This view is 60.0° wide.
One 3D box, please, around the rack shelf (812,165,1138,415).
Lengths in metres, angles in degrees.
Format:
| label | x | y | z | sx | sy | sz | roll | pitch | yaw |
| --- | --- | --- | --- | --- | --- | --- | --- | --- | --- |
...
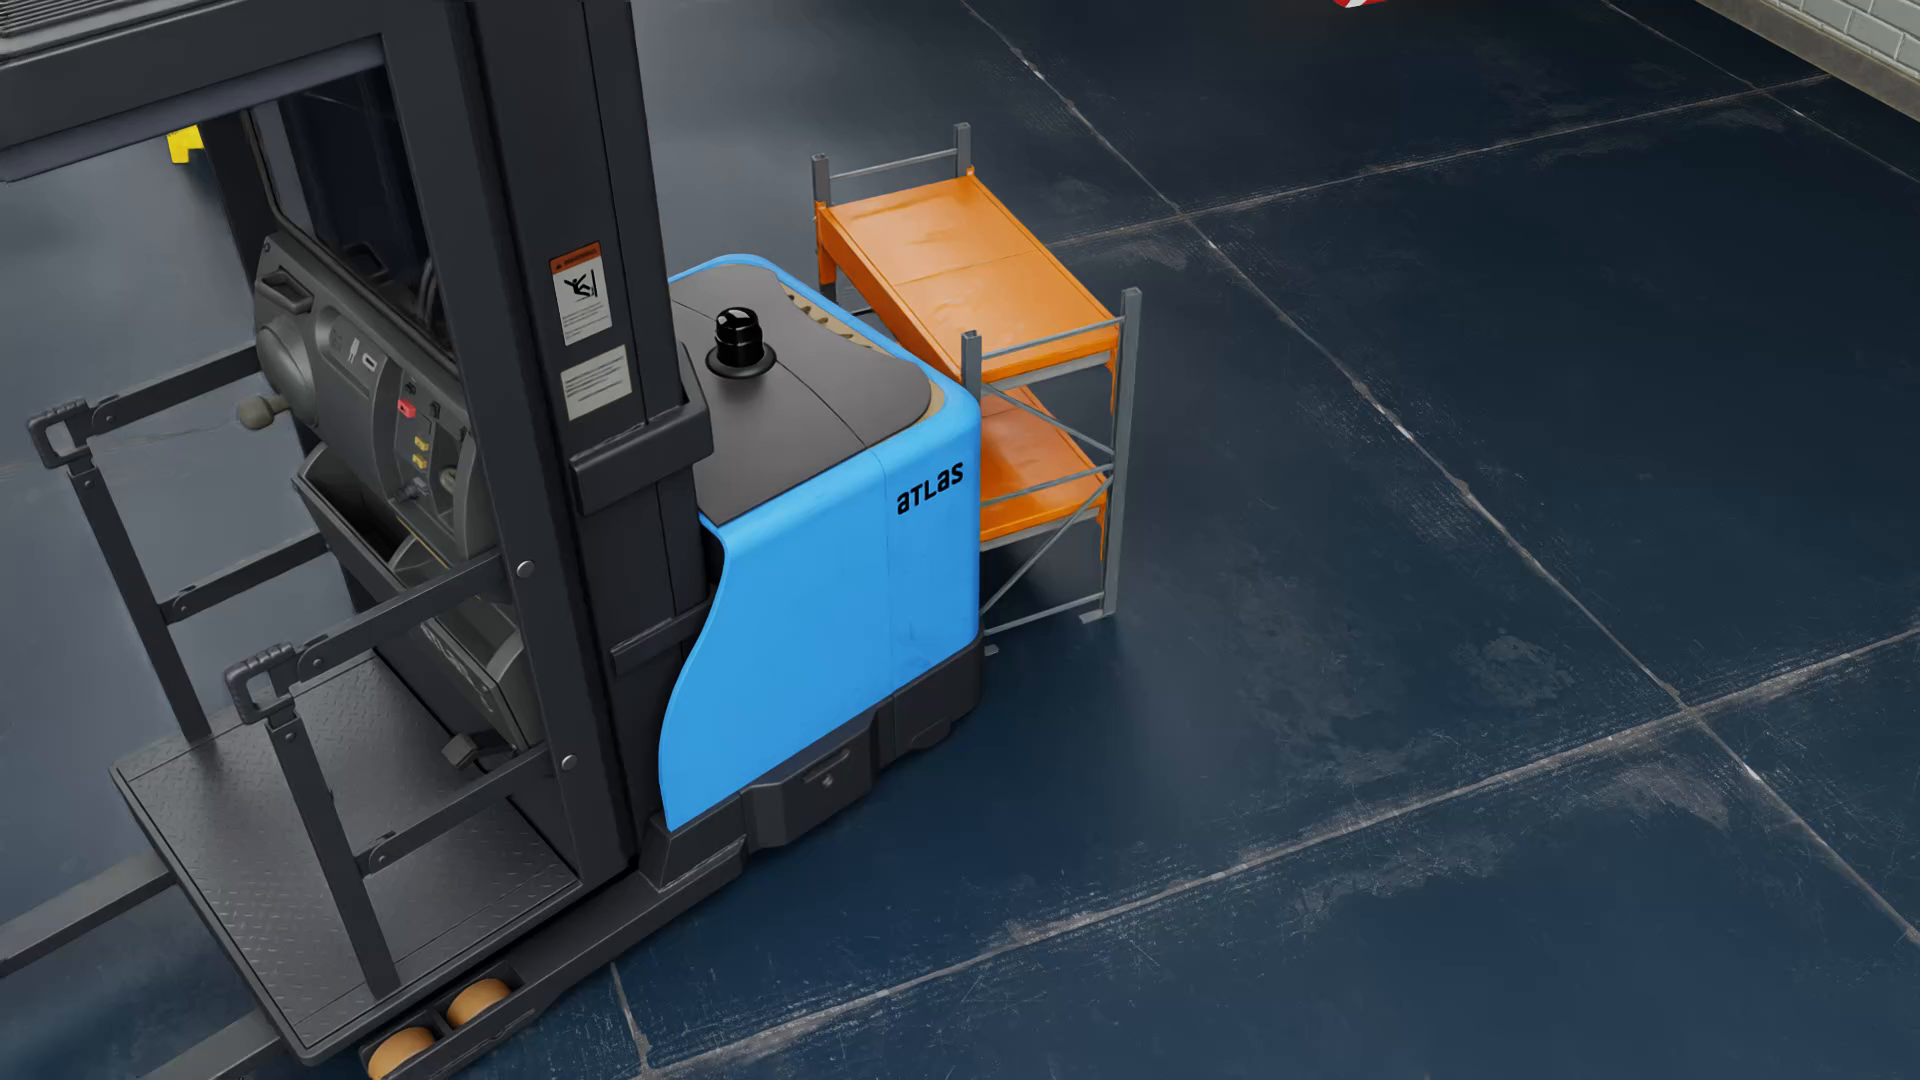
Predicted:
| label | x | y | z | sx | sy | sz | roll | pitch | yaw |
| --- | --- | --- | --- | --- | --- | --- | --- | --- | --- |
| rack shelf | 0.018 | -0.669 | 4.716 | 0.538 | 0.278 | 1.000 | -17 | 44 | -19 |

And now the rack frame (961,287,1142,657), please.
| label | x | y | z | sx | sy | sz | roll | pitch | yaw |
| --- | --- | --- | --- | --- | --- | --- | --- | --- | --- |
| rack frame | 0.235 | -0.147 | 4.558 | 0.500 | 1.125 | 0.032 | -17 | 44 | -19 |

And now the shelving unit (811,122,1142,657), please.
| label | x | y | z | sx | sy | sz | roll | pitch | yaw |
| --- | --- | --- | --- | --- | --- | --- | --- | --- | --- |
| shelving unit | 0.018 | -0.447 | 4.907 | 0.538 | 1.125 | 1.048 | -17 | 44 | -19 |

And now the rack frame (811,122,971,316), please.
| label | x | y | z | sx | sy | sz | roll | pitch | yaw |
| --- | --- | --- | --- | --- | --- | --- | --- | --- | --- |
| rack frame | -0.200 | -0.746 | 5.255 | 0.500 | 1.125 | 0.032 | -17 | 44 | -19 |

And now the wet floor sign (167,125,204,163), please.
| label | x | y | z | sx | sy | sz | roll | pitch | yaw |
| --- | --- | --- | --- | --- | --- | --- | --- | --- | --- |
| wet floor sign | -3.245 | -1.938 | 7.009 | 0.267 | 0.644 | 0.232 | -2 | 41 | -2 |

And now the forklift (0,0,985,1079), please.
| label | x | y | z | sx | sy | sz | roll | pitch | yaw |
| --- | --- | --- | --- | --- | --- | --- | --- | --- | --- |
| forklift | -1.368 | -0.230 | 3.269 | 3.031 | 2.935 | 1.130 | -30 | 49 | -30 |

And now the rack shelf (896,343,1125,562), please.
| label | x | y | z | sx | sy | sz | roll | pitch | yaw |
| --- | --- | --- | --- | --- | --- | --- | --- | --- | --- |
| rack shelf | 0.018 | -0.261 | 5.066 | 0.538 | 0.278 | 1.000 | -17 | 44 | -19 |
